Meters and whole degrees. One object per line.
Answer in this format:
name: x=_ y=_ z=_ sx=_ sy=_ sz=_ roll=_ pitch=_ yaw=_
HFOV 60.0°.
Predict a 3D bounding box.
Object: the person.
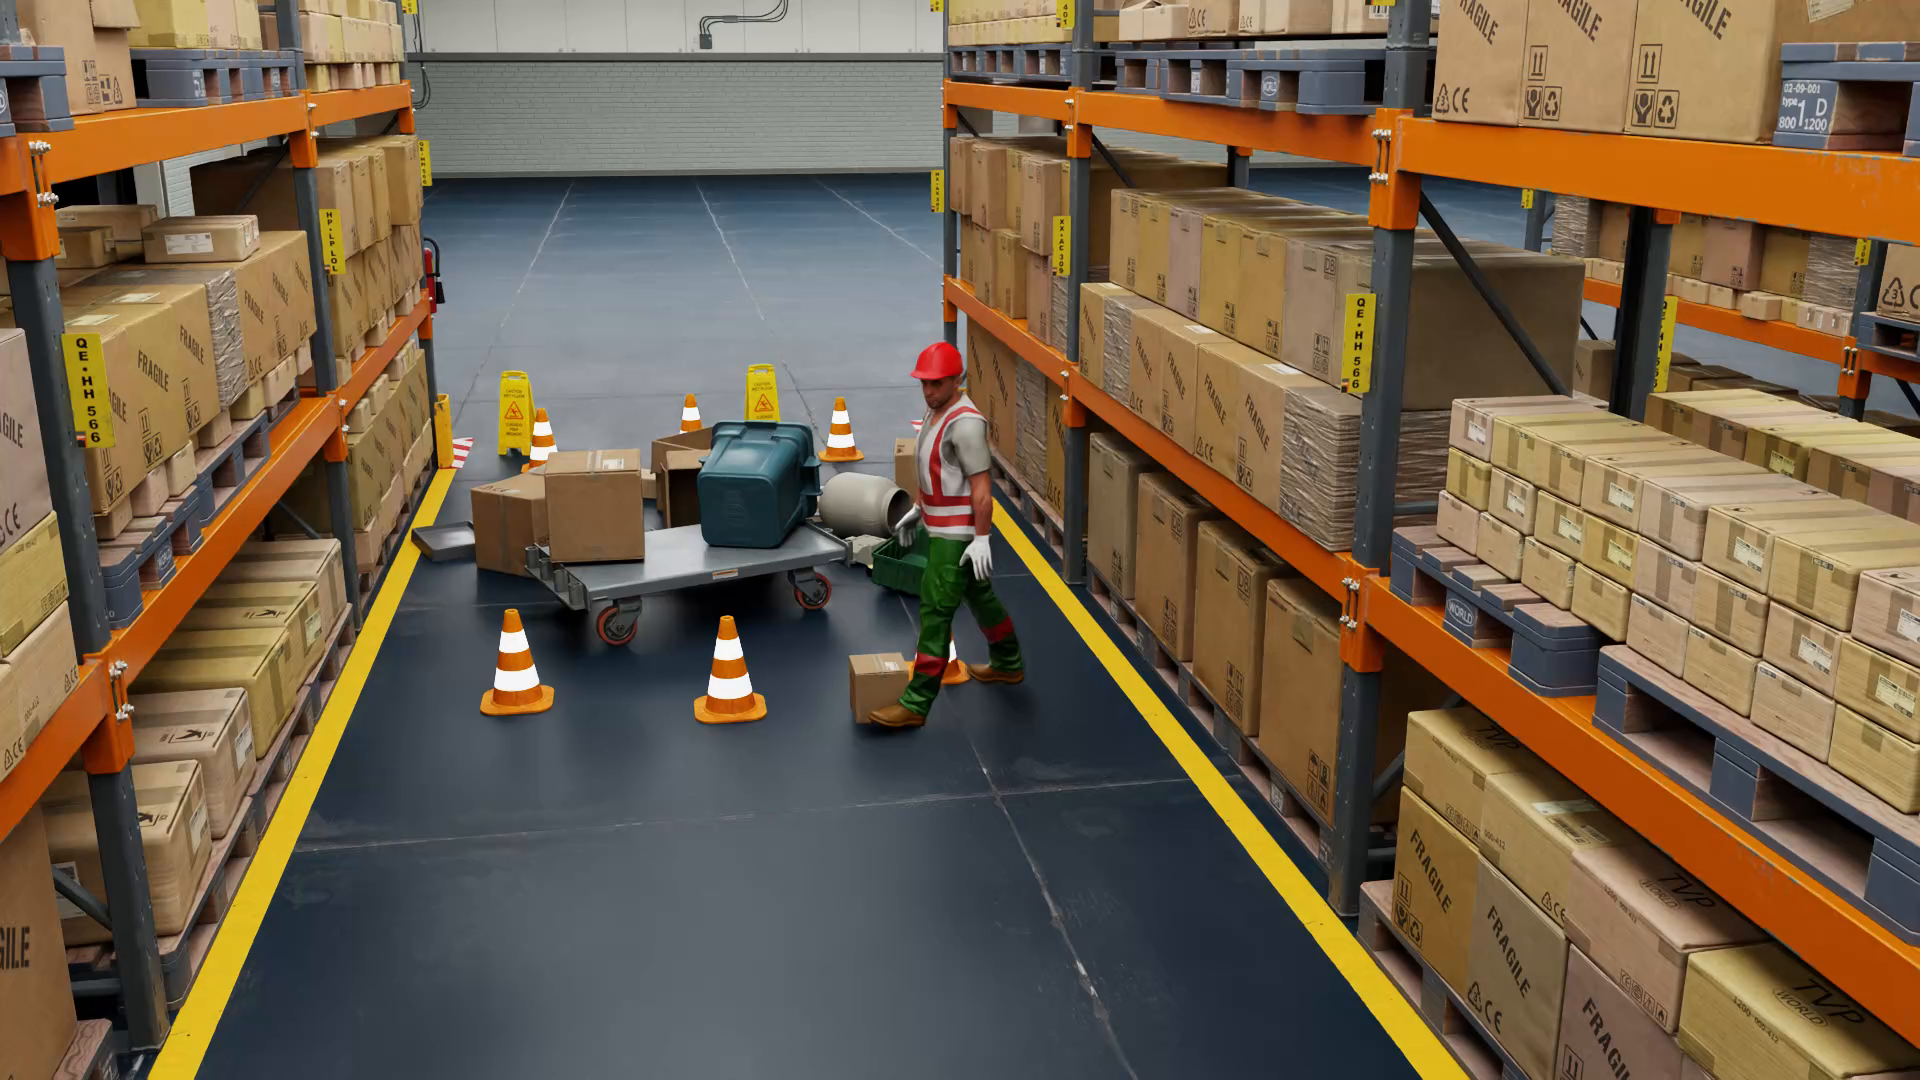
person: x=-0.065 y=-0.047 z=7.709 sx=0.842 sy=1.772 sz=0.648 roll=-3 pitch=17 yaw=-12
